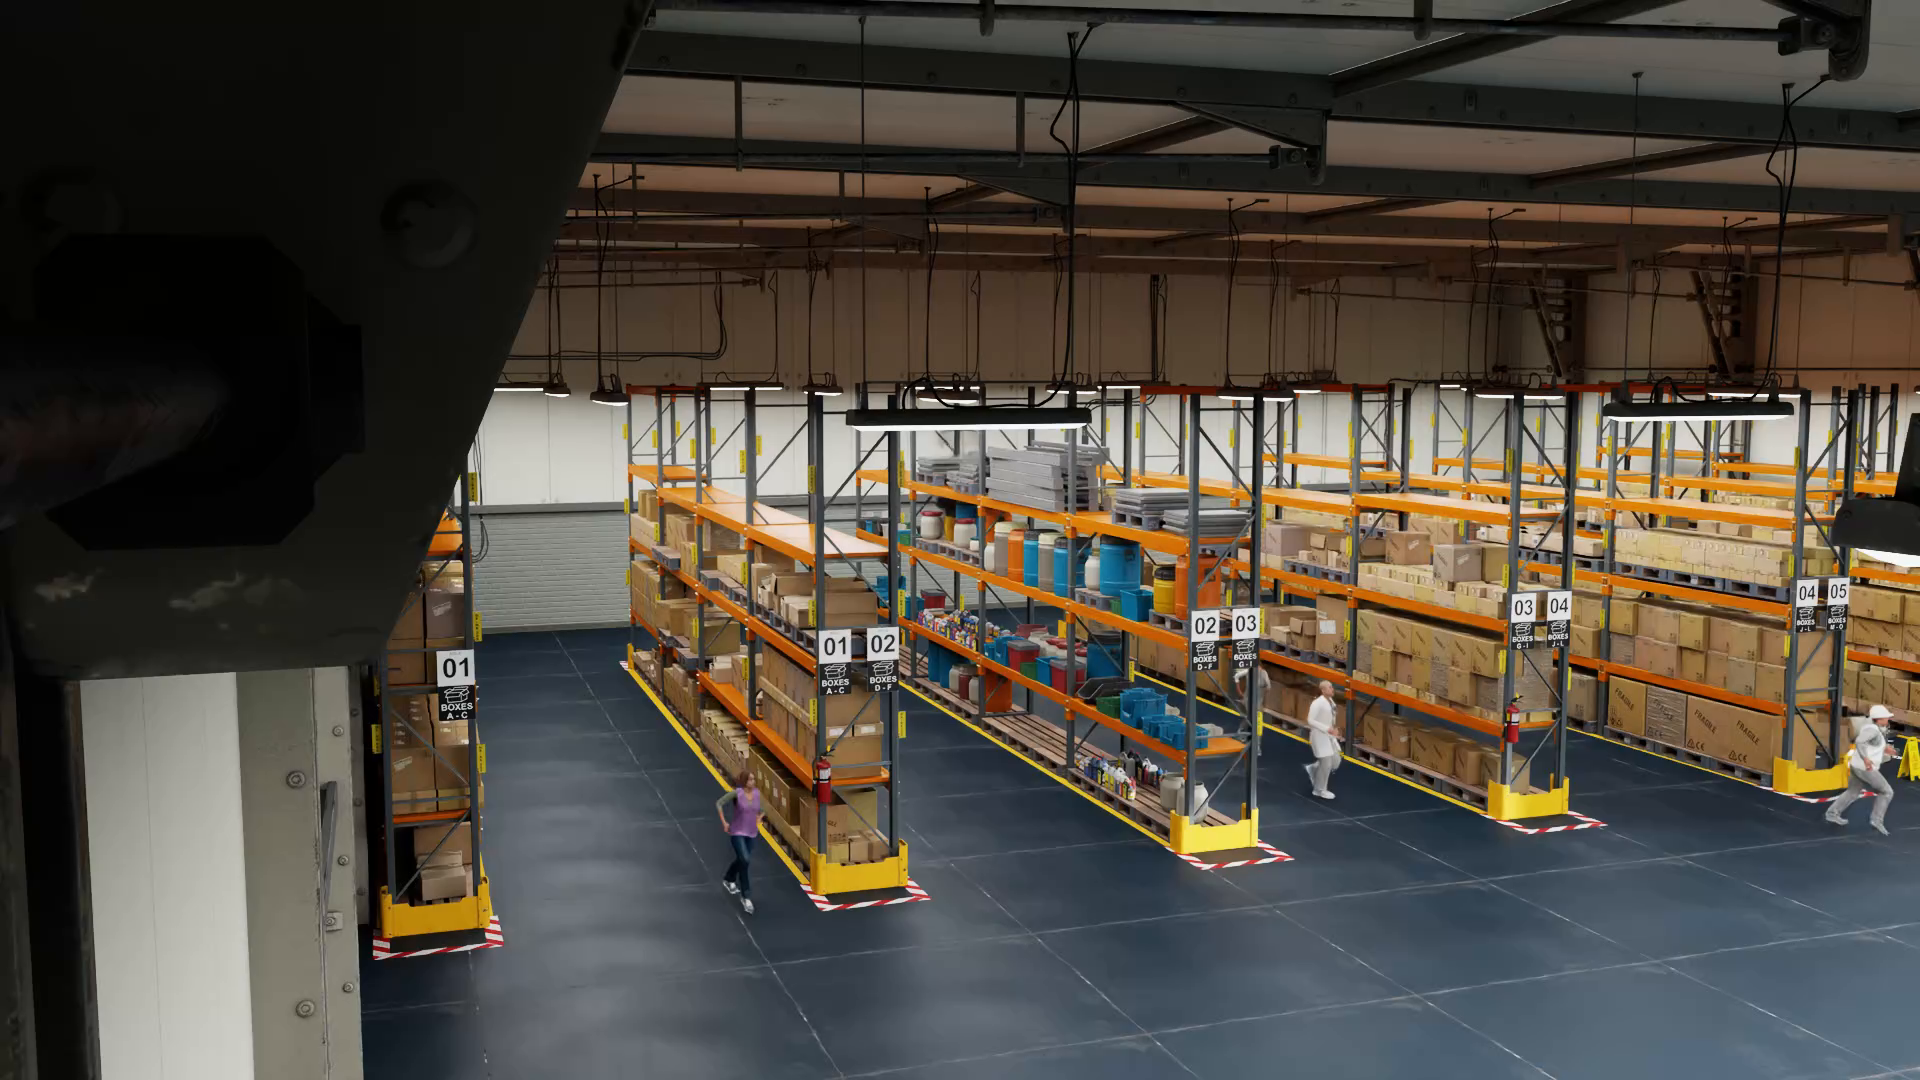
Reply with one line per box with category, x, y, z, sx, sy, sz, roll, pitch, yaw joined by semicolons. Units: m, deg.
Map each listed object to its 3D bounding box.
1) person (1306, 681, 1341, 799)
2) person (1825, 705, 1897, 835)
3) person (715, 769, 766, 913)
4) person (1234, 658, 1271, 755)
person;5.353;2.939;24.541;0.678;1.749;0.689;5;8;40
person;12.338;3.129;22.733;0.837;1.781;0.681;2;6;21
person;-2.562;3.510;19.715;0.547;1.610;0.810;-5;8;-40
person;4.836;2.712;27.644;0.537;1.581;0.890;-2;6;-18
